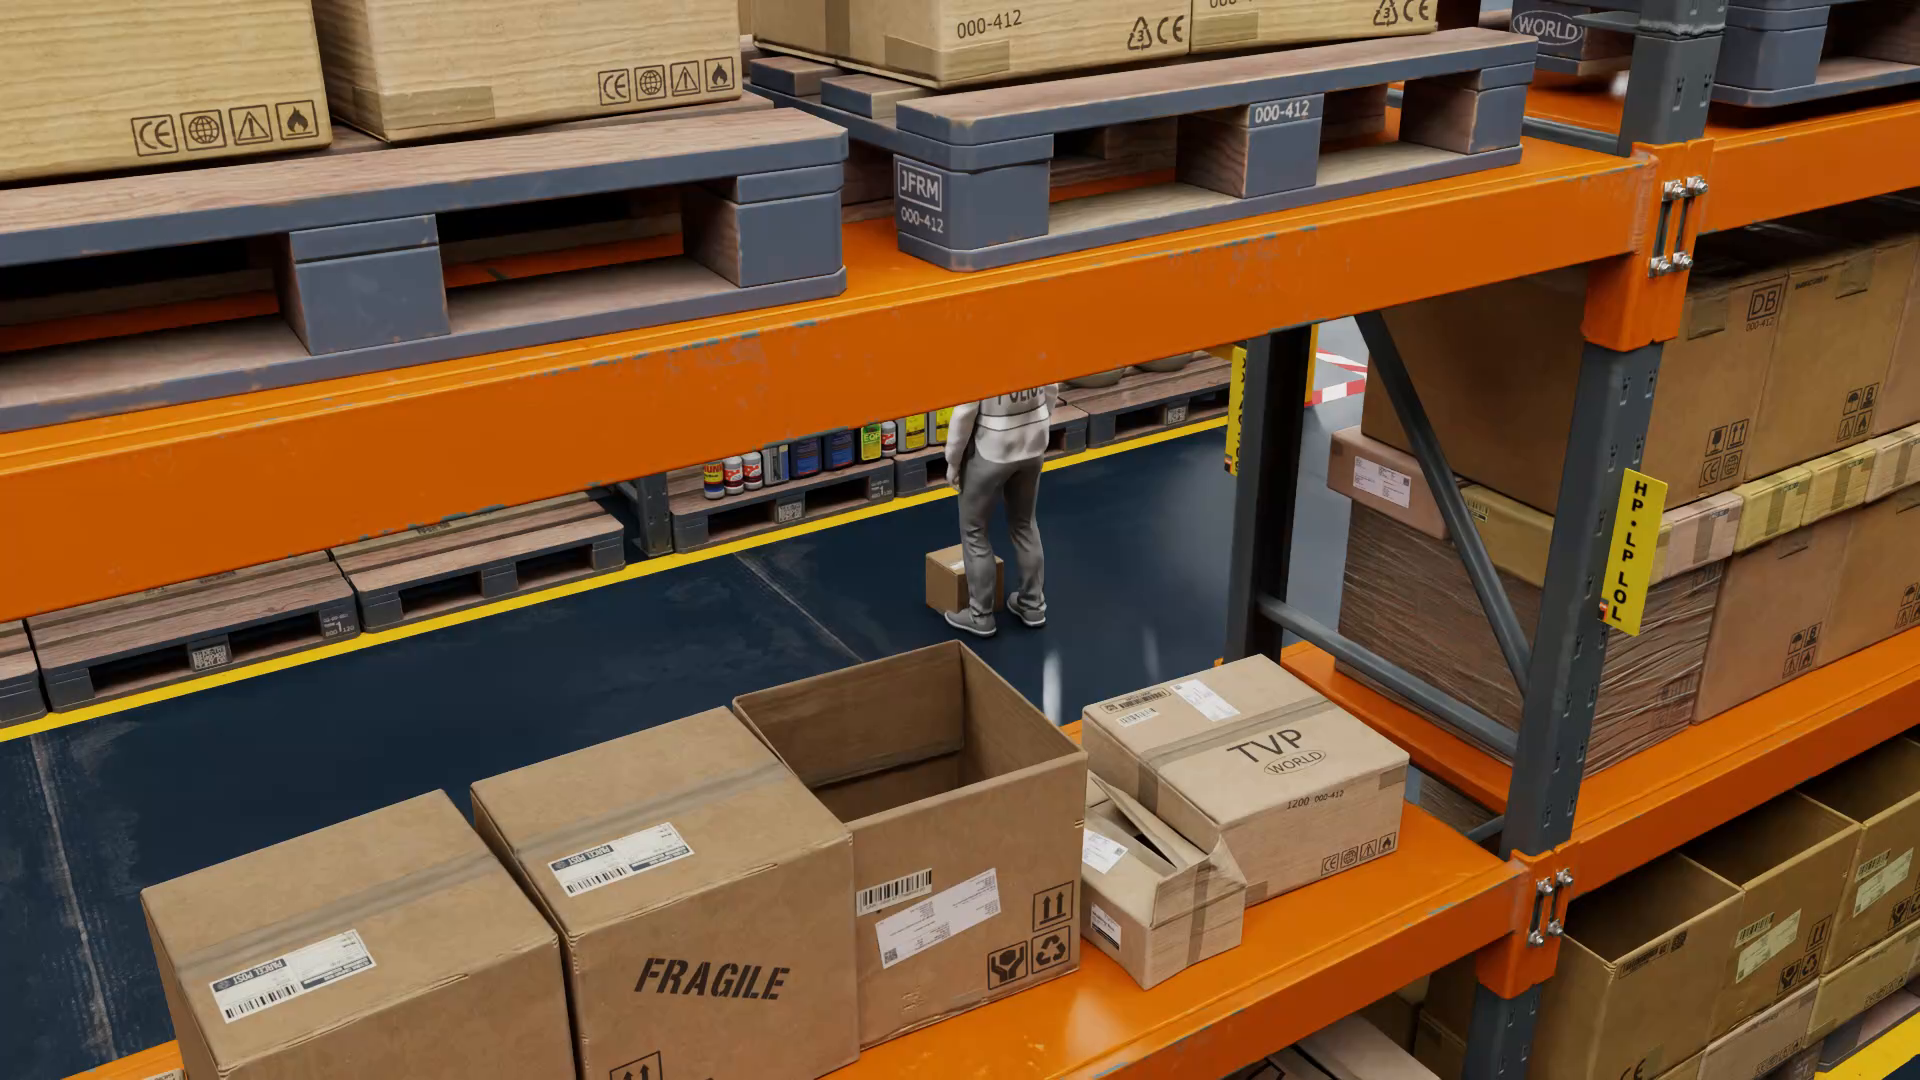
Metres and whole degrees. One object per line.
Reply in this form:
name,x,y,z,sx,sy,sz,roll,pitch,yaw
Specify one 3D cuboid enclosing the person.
person,0.148,-0.372,6.893,0.523,1.663,0.413,-17,30,-31
